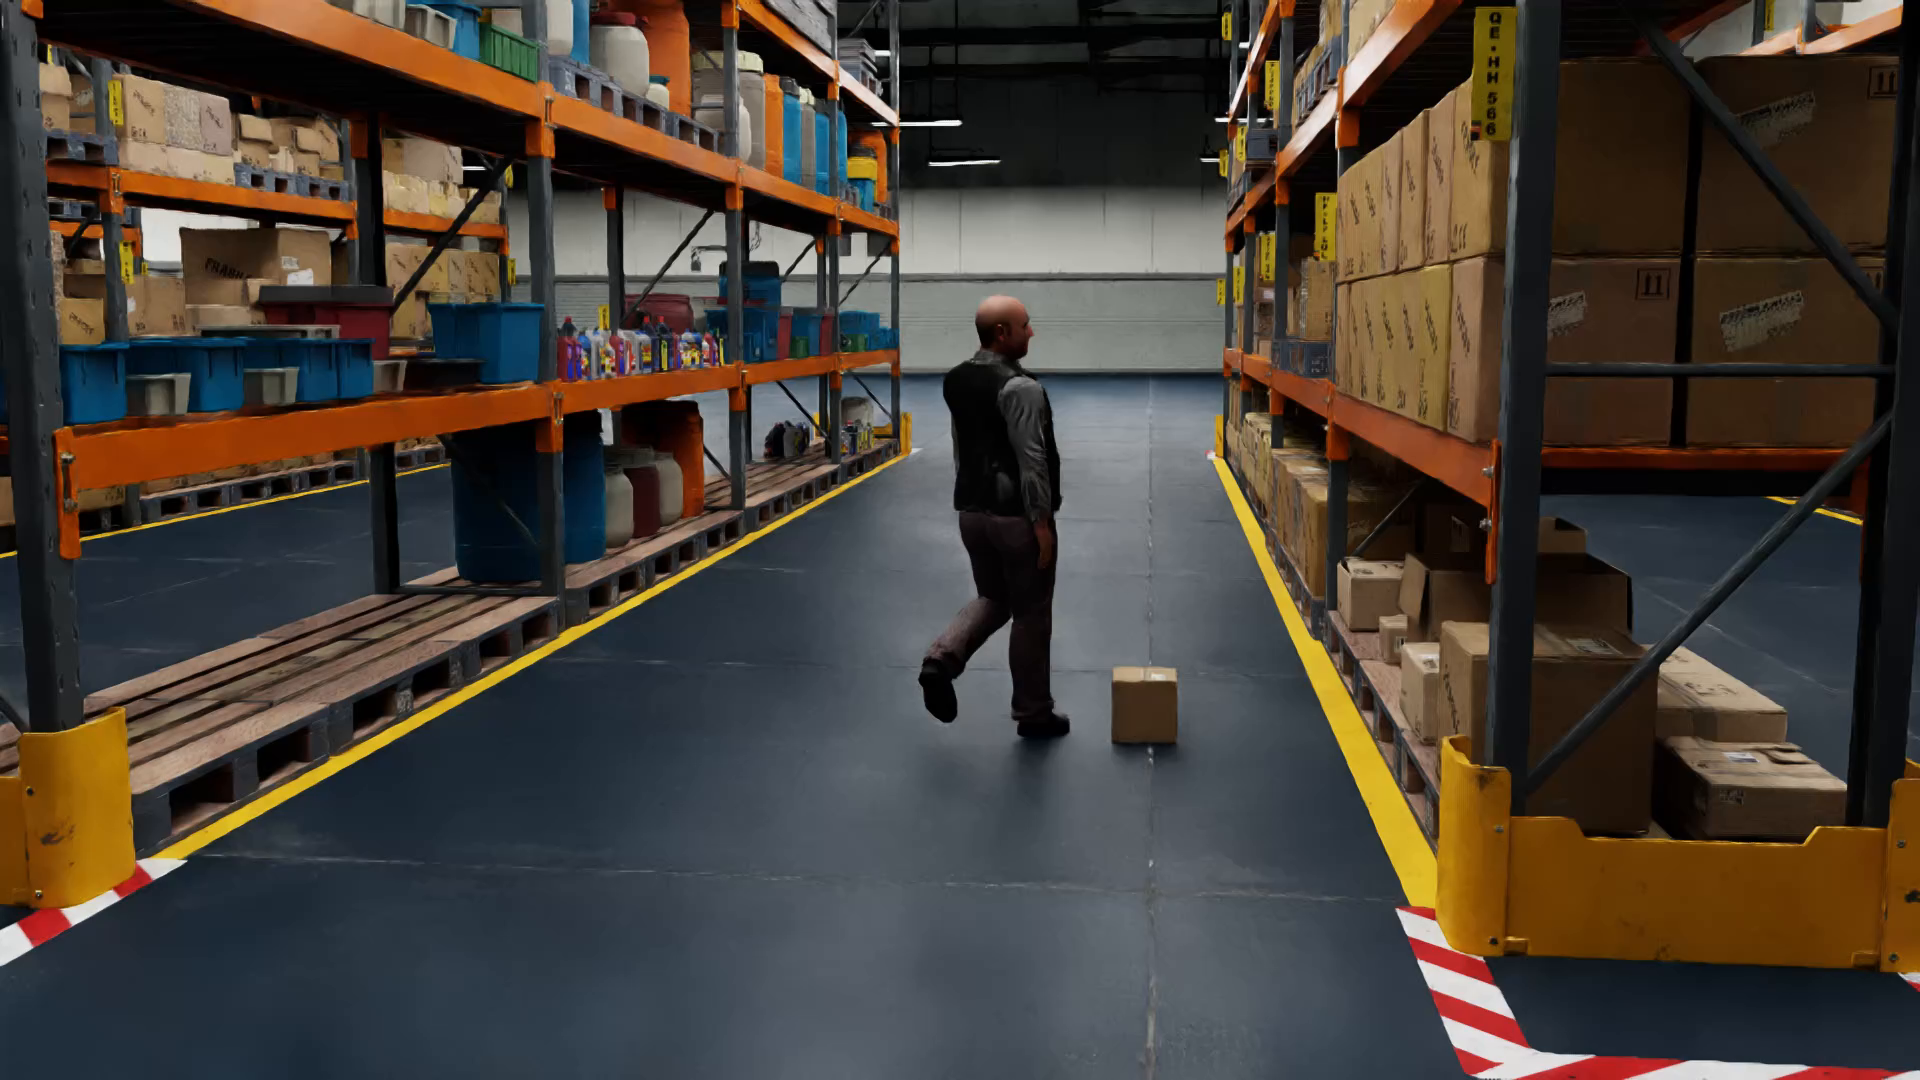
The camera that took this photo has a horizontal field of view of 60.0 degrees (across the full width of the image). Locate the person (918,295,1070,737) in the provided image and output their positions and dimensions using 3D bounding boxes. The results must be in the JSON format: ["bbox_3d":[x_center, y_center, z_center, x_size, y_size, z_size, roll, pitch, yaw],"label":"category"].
[{"bbox_3d":[0.178,-0.065,6.391,0.692,1.717,0.563,-6,10,-39],"label":"person"}]
